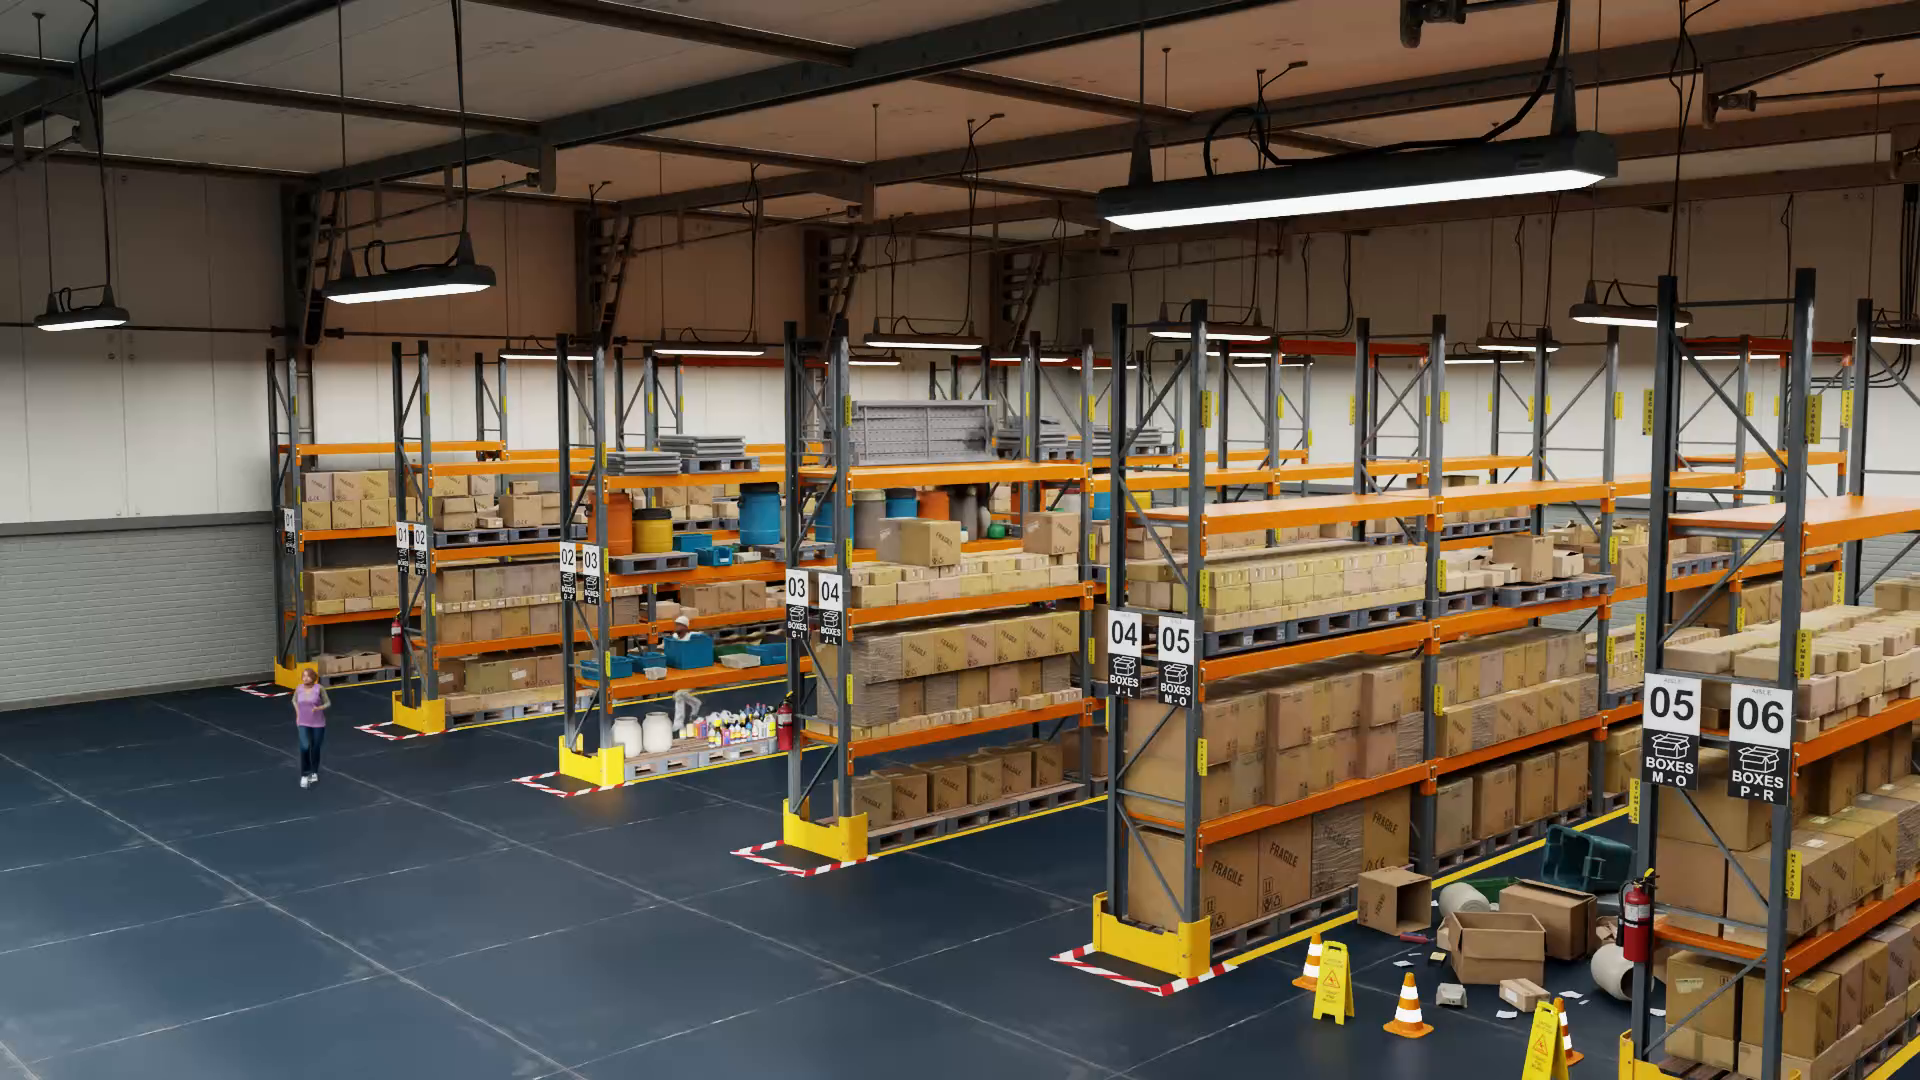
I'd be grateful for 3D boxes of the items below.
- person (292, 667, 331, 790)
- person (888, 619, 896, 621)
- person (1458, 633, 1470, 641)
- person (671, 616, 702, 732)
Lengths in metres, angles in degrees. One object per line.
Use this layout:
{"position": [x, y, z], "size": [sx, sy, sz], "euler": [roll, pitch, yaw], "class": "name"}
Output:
{"position": [-8.562, 2.481, 21.956], "size": [0.507, 1.620, 0.679], "euler": [-1, 5, -15], "class": "person"}
{"position": [-1.382, 1.550, 29.283], "size": [0.608, 1.782, 0.827], "euler": [5, 7, 44], "class": "person"}
{"position": [7.580, 2.203, 25.084], "size": [0.611, 1.587, 0.652], "euler": [5, 7, 43], "class": "person"}
{"position": [-4.248, 2.060, 25.842], "size": [0.689, 1.775, 0.855], "euler": [4, 6, 38], "class": "person"}
